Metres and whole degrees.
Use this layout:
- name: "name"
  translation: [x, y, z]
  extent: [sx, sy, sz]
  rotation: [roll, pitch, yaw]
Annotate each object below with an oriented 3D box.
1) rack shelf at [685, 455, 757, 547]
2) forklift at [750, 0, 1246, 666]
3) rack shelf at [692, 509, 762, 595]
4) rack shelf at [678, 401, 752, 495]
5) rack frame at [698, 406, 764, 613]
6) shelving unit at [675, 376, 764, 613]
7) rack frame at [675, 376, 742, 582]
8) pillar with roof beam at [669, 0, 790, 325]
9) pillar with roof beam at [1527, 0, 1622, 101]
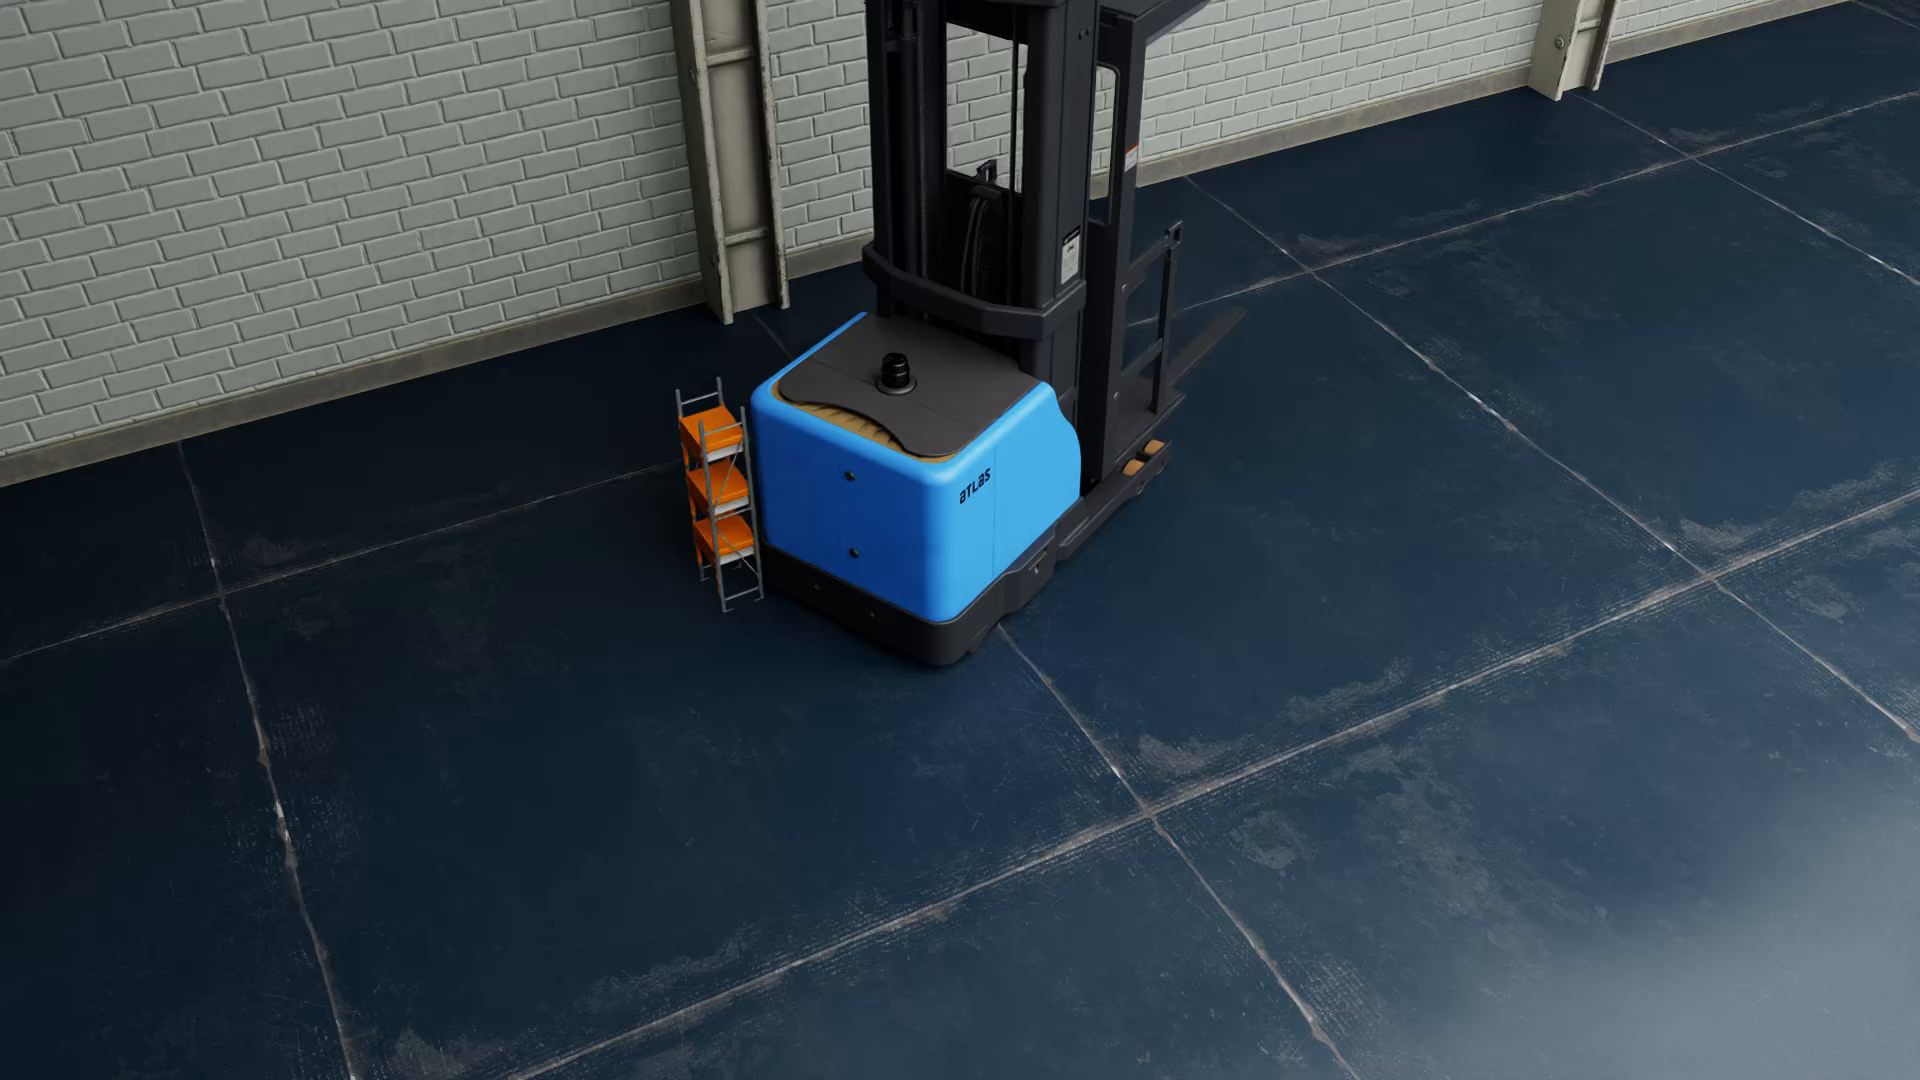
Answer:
- name: "rack shelf"
  translation: [-1.024, -0.169, 7.143]
  extent: [0.215, 0.259, 0.240]
  rotation: [-20, 44, -22]
- name: "forklift"
  translation: [0.379, -1.501, 7.244]
  extent: [1.130, 2.935, 3.031]
  rotation: [24, 46, 26]
- name: "rack shelf"
  translation: [-1.024, 0.043, 7.322]
  extent: [0.215, 0.259, 0.240]
  rotation: [-20, 44, -22]
- name: "rack shelf"
  translation: [-1.024, -0.386, 6.960]
  extent: [0.215, 0.259, 0.240]
  rotation: [-20, 44, -22]
- name: "rack frame"
  translation: [-0.964, -0.109, 7.055]
  extent: [0.200, 1.050, 0.008]
  rotation: [-20, 44, -22]
- name: "shelving unit"
  translation: [-1.024, -0.178, 7.136]
  extent: [0.215, 1.050, 0.252]
  rotation: [-20, 44, -22]
- name: "rack frame"
  translation: [-1.084, -0.246, 7.217]
  extent: [0.200, 1.050, 0.008]
  rotation: [-20, 44, -22]
- name: "pillar with roof beam"
  translation: [0.796, -2.296, 3.486]
  extent: [0.400, 9.000, 9.100]
  rotation: [-19, 44, -21]
- name: "pillar with roof beam"
  translation: [6.118, -4.087, 5.602]
  extent: [0.400, 9.000, 9.100]
  rotation: [-19, 44, -21]
